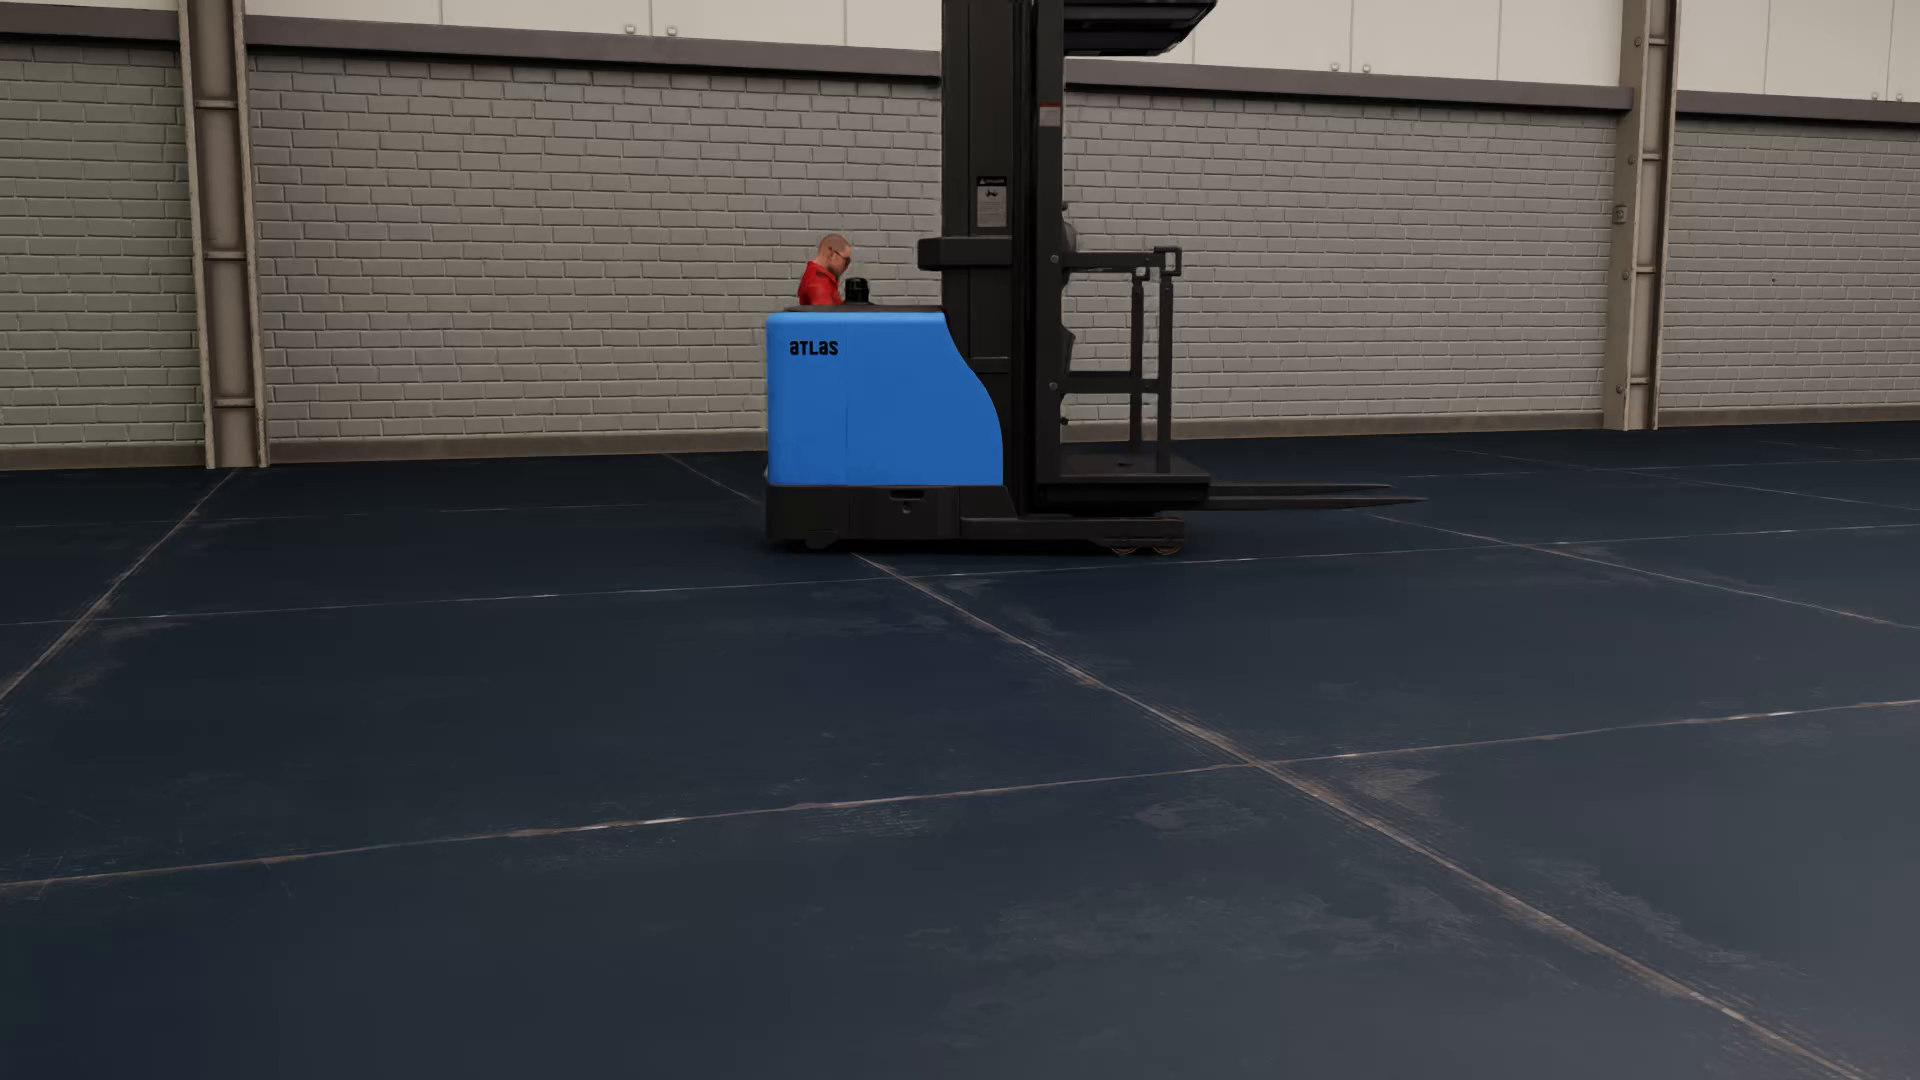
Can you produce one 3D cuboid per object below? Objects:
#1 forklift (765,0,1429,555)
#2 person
[{"bbox_3d":[0.632,-1.457,7.761,3.031,2.935,1.130,0,8,-1],"label":"forklift"},{"bbox_3d":[-0.667,-1.028,9.862,1.002,1.548,1.148,-1,8,-9],"label":"person"}]
